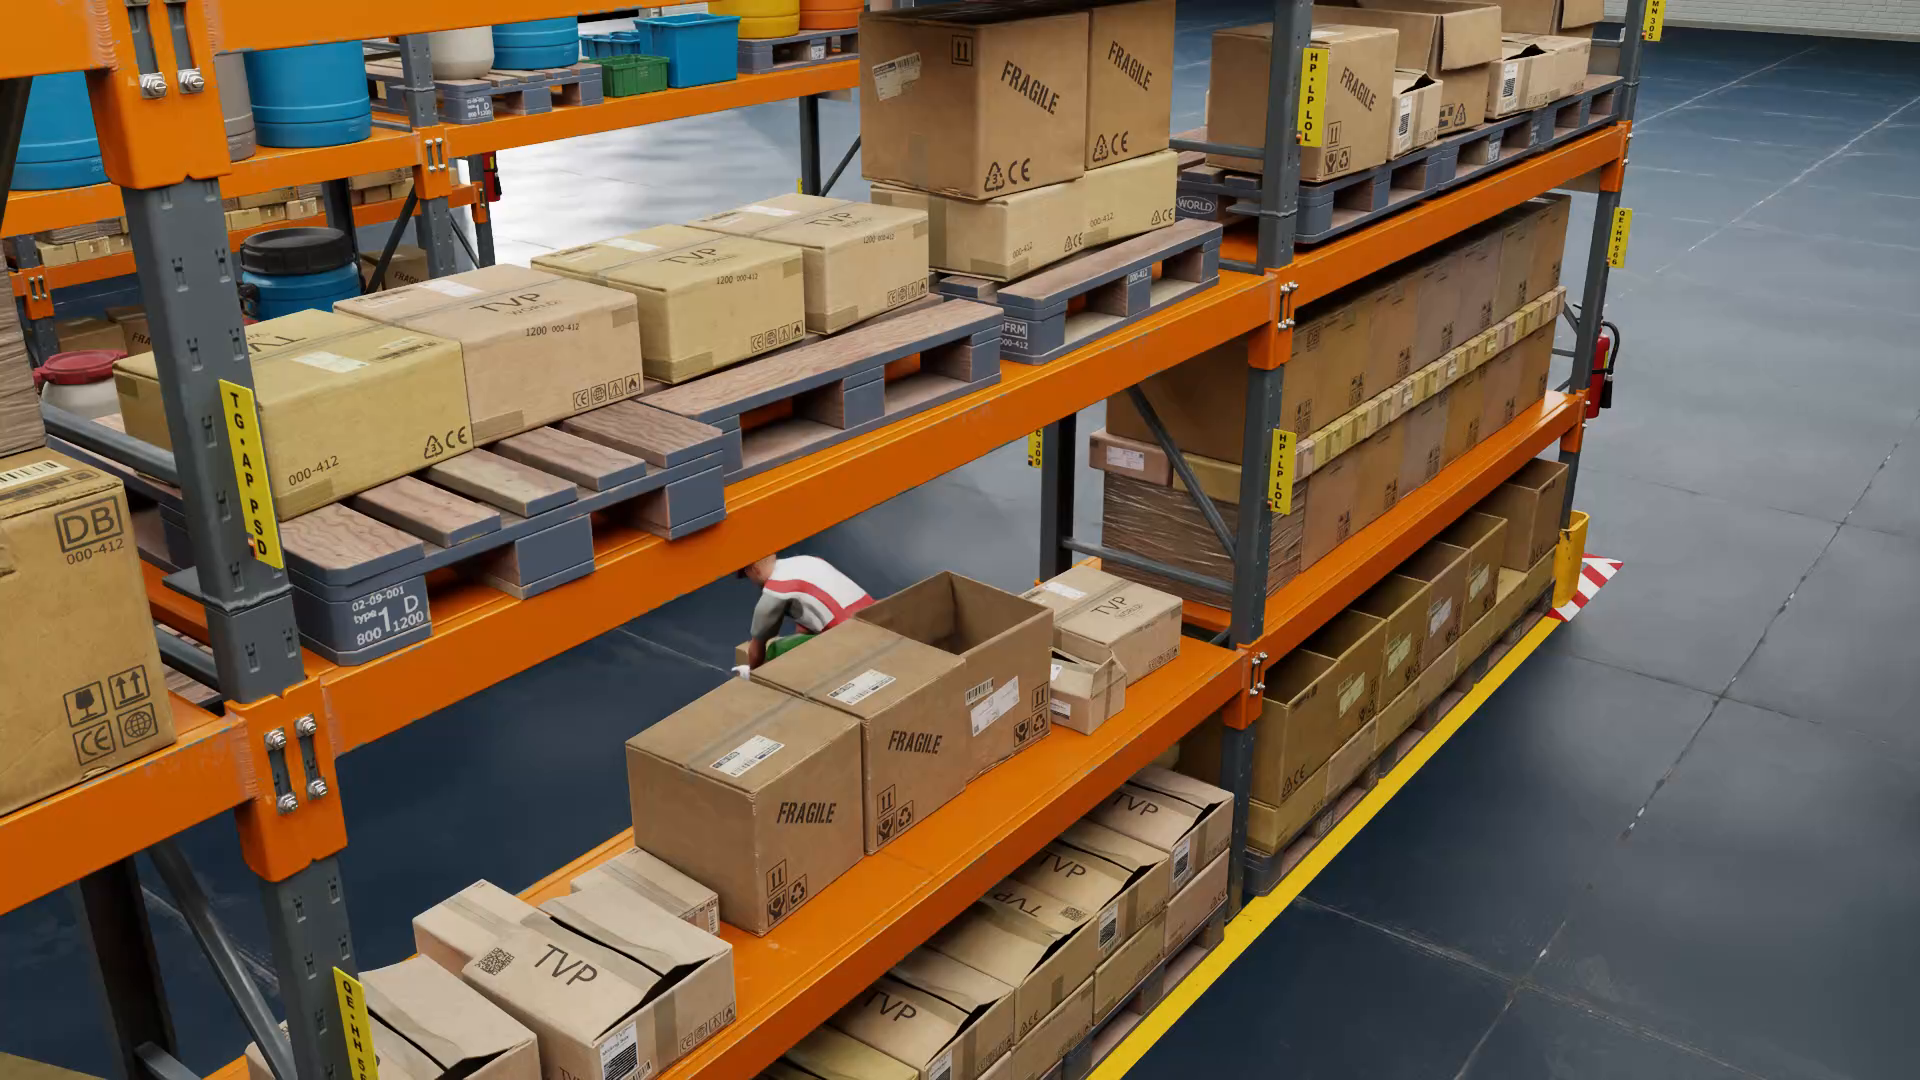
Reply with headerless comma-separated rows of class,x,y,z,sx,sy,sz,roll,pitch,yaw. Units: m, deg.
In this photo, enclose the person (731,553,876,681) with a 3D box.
person,-0.763,0.471,8.597,0.887,0.906,0.571,17,28,33
